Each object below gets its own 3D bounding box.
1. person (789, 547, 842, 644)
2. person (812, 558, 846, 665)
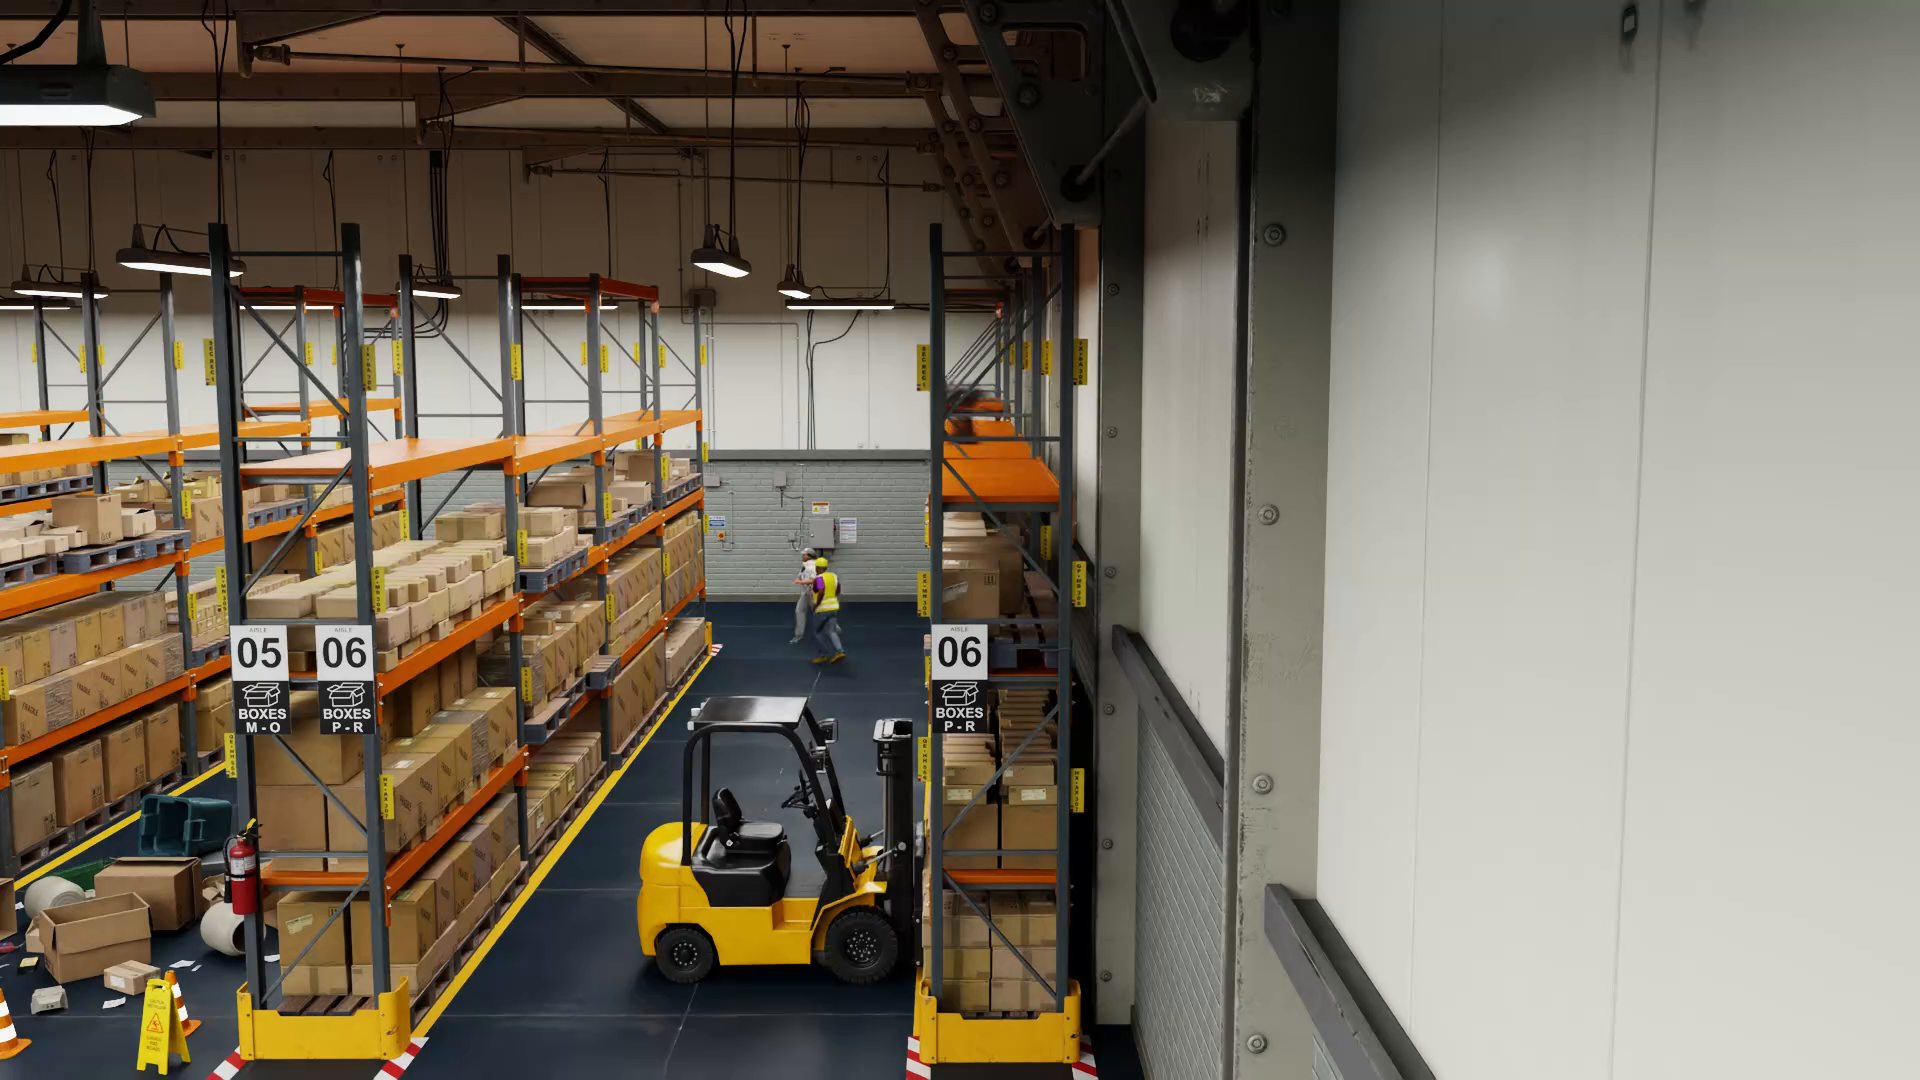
[{"bbox_3d":[-2.544,0.969,28.973,0.877,1.708,0.642,-2,7,-13],"label":"person"},{"bbox_3d":[-2.085,1.166,26.895,0.662,1.743,0.836,-6,9,-44],"label":"person"}]
